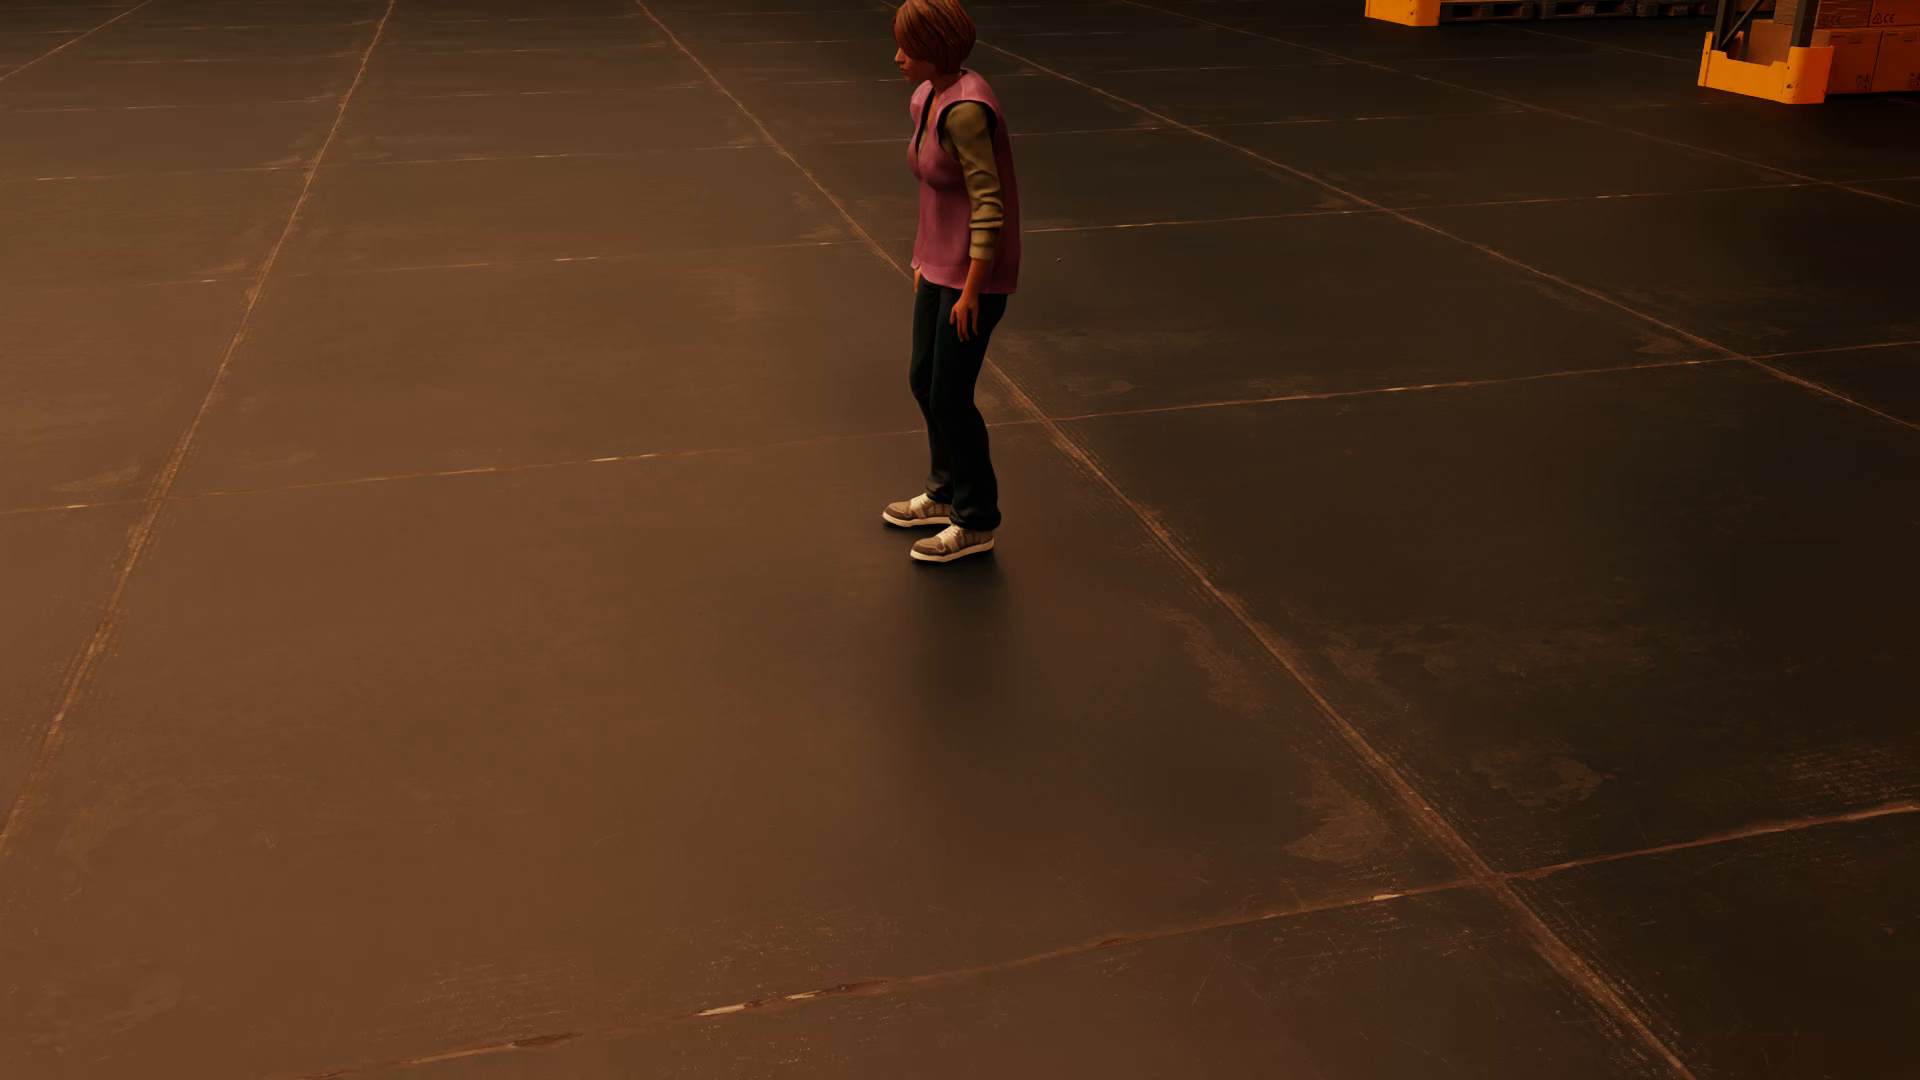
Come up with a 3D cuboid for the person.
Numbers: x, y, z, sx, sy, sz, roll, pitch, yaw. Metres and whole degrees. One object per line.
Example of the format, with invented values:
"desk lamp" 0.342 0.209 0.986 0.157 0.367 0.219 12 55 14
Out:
"person" -0.019 -0.727 4.731 0.344 1.591 0.467 -7 24 -16
